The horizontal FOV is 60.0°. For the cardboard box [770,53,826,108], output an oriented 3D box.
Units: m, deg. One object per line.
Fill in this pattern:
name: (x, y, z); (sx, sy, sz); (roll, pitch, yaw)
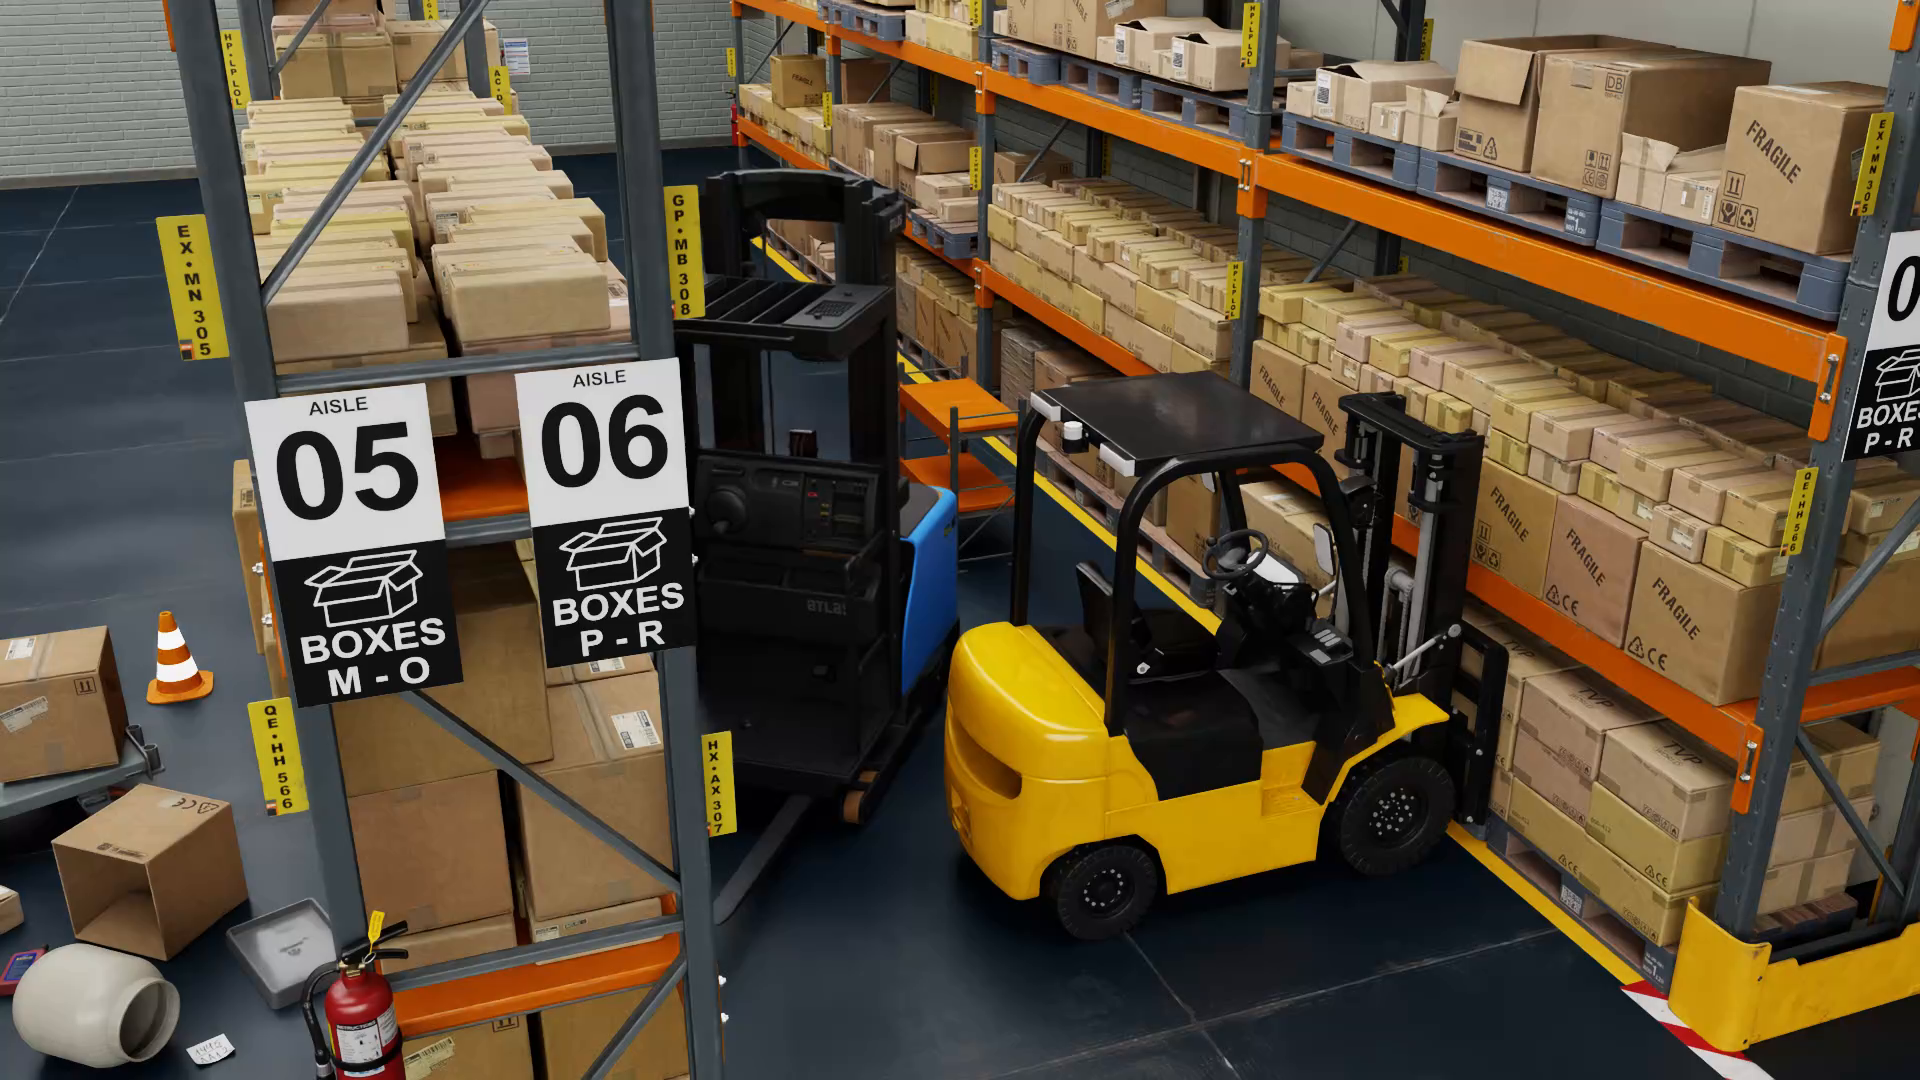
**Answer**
cardboard box: (-1.760, -5.004, 18.105); (0.500, 0.500, 0.500); (-8, 24, -18)

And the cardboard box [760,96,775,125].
cardboard box: (-1.930, -4.837, 18.674); (0.500, 0.250, 0.500); (-9, 24, -20)

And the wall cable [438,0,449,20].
wall cable: (-7.532, -7.368, 23.560); (0.588, 1.984, 0.122); (-8, 24, -19)

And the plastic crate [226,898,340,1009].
plastic crate: (-2.815, 1.733, 7.034); (0.402, 0.080, 0.583); (-18, 29, -37)

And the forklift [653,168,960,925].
forklift: (-0.900, -0.152, 7.837); (1.130, 2.935, 3.031); (6, 24, 15)

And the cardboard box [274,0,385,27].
cardboard box: (-4.289, -3.488, 11.128); (0.797, 0.503, 0.637); (-10, 25, -22)

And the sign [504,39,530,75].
sign: (-6.449, -7.035, 24.202); (0.329, 0.494, 0.001); (-8, 24, -19)

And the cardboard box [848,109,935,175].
cardboard box: (-0.641, -3.729, 15.566); (0.700, 0.500, 0.500); (-8, 24, -18)

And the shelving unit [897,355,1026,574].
shelving unit: (-0.002, -0.521, 11.037); (0.538, 1.125, 1.048); (-8, 24, -19)

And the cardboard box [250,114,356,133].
cardboard box: (-2.592, -1.582, 6.576); (0.380, 0.149, 0.250); (-9, 25, -21)

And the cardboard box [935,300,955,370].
cardboard box: (0.110, -1.780, 14.288); (0.500, 0.500, 0.500); (-9, 24, -20)

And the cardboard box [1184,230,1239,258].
cardboard box: (1.716, -1.950, 11.050); (0.380, 0.149, 0.250); (-9, 24, -19)

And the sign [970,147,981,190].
sign: (0.123, -2.850, 12.761); (0.100, 0.325, 0.005); (-8, 24, -19)

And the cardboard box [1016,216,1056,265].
cardboard box: (0.731, -2.215, 12.193); (0.500, 0.250, 0.500); (-8, 24, -17)

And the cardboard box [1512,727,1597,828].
cardboard box: (2.822, 1.002, 7.367); (0.500, 0.250, 0.500); (-9, 24, -20)

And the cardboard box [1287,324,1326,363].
cardboard box: (2.000, -1.076, 8.978); (0.380, 0.149, 0.250); (-8, 24, -18)

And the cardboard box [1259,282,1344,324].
cardboard box: (1.875, -1.303, 9.132); (0.380, 0.149, 0.250); (-8, 24, -18)

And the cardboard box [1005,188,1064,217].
cardboard box: (0.560, -2.523, 12.409); (0.380, 0.149, 0.250); (-8, 24, -18)

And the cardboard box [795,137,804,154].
cardboard box: (-1.545, -4.220, 17.724); (0.380, 0.149, 0.250); (-9, 24, -20)

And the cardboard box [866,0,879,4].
cardboard box: (-0.608, -4.763, 14.480); (0.380, 0.149, 0.250); (-8, 24, -18)

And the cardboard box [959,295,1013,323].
cardboard box: (0.216, -1.916, 13.776); (0.380, 0.149, 0.250); (-10, 25, -22)

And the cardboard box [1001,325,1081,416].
cardboard box: (0.835, -1.301, 12.993); (0.875, 0.625, 0.625); (-8, 24, -17)

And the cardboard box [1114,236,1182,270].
cardboard box: (1.233, -1.876, 10.875); (0.380, 0.149, 0.250); (-8, 24, -19)

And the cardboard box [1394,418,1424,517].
cardboard box: (2.332, -0.456, 8.340); (0.500, 0.500, 0.500); (-9, 24, -20)

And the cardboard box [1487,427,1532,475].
cardboard box: (2.593, -0.419, 7.419); (0.380, 0.149, 0.250); (-8, 24, -19)

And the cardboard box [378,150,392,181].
cardboard box: (-2.512, -1.362, 6.566); (0.500, 0.250, 0.500); (-9, 24, -19)

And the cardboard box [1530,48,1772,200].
cardboard box: (2.801, -1.705, 6.773); (0.700, 0.500, 0.500); (-8, 24, -19)

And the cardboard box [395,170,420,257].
cardboard box: (-1.848, -1.251, 6.304); (0.500, 0.250, 0.500); (-9, 24, -20)

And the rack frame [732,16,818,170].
rack frame: (-2.199, -5.338, 20.052); (1.000, 3.000, 0.127); (-8, 24, -19)

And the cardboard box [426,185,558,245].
cardboard box: (-1.454, -1.000, 5.194); (0.380, 0.149, 0.250); (-8, 24, -19)

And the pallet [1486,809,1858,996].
pallet: (3.144, 1.489, 7.446); (1.003, 0.211, 1.213); (-8, 24, -19)

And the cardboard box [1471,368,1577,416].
cardboard box: (2.582, -0.664, 7.616); (0.380, 0.149, 0.250); (-8, 24, -18)

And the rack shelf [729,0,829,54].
rack shelf: (-1.492, -5.662, 17.885); (1.077, 0.370, 4.000); (-8, 24, -19)

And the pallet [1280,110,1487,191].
pallet: (2.366, -2.012, 8.414); (1.003, 0.211, 1.213); (-8, 24, -19)

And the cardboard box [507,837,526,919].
cardboard box: (-1.218, 1.033, 5.261); (0.380, 0.149, 0.250); (-8, 24, -18)

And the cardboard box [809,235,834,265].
cardboard box: (-1.384, -3.110, 17.745); (0.396, 0.266, 0.258); (-7, 24, -17)

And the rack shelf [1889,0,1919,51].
rack shelf: (2.747, -2.499, 7.035); (1.077, 0.370, 4.000); (-8, 24, -19)

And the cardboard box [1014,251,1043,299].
cardboard box: (0.728, -1.983, 12.287); (0.500, 0.250, 0.500); (-9, 24, -20)

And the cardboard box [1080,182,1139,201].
cardboard box: (1.128, -2.606, 12.606); (0.380, 0.149, 0.250); (-8, 24, -18)

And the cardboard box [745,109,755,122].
cardboard box: (-2.339, -5.065, 19.728); (0.380, 0.149, 0.250); (-9, 24, -19)

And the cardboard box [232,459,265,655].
cardboard box: (-2.022, 0.003, 5.582); (0.700, 0.500, 0.500); (-9, 24, -20)

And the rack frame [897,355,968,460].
rack frame: (-0.182, -0.706, 11.476); (0.500, 1.125, 0.032); (-8, 24, -19)

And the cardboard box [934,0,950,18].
cardboard box: (0.006, -4.304, 13.416); (0.380, 0.149, 0.250); (-8, 24, -19)

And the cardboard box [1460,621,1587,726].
cardboard box: (2.625, 0.598, 7.682); (0.500, 0.250, 0.500); (-8, 24, -18)

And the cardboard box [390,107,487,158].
cardboard box: (-2.114, -1.653, 6.744); (0.380, 0.149, 0.250); (-8, 24, -18)

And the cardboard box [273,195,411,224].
cardboard box: (-1.868, -0.936, 5.044); (0.380, 0.149, 0.250); (-8, 24, -19)

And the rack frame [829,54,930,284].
rack frame: (-0.786, -3.884, 16.603); (1.000, 3.000, 0.127); (-8, 24, -19)

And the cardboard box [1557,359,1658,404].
cardboard box: (3.015, -0.723, 7.757); (0.380, 0.149, 0.250); (-8, 24, -19)

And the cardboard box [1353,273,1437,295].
cardboard box: (2.436, -1.385, 9.327); (0.380, 0.149, 0.250); (-8, 24, -19)

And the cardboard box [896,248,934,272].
cardboard box: (-0.388, -2.592, 15.380); (0.380, 0.149, 0.250); (-7, 24, -17)

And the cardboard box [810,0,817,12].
cardboard box: (-1.273, -5.330, 16.495); (0.380, 0.149, 0.250); (-8, 24, -19)

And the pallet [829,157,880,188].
pallet: (-0.606, -3.490, 15.916); (1.003, 0.211, 1.213); (-8, 24, -19)

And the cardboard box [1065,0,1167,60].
cardboard box: (1.015, -3.432, 10.871); (0.500, 0.500, 0.500); (-8, 24, -18)

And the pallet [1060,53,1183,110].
pallet: (1.348, -3.086, 11.090); (1.003, 0.211, 1.213); (-7, 24, -17)

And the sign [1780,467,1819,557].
sign: (2.941, -0.097, 5.823); (0.100, 0.325, 0.005); (-8, 24, -19)

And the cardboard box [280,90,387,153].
cardboard box: (-2.944, -1.994, 7.909); (0.500, 0.250, 0.500); (-9, 24, -20)

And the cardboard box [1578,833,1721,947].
cardboard box: (2.992, 1.422, 7.013); (0.500, 0.250, 0.500); (-8, 24, -19)
